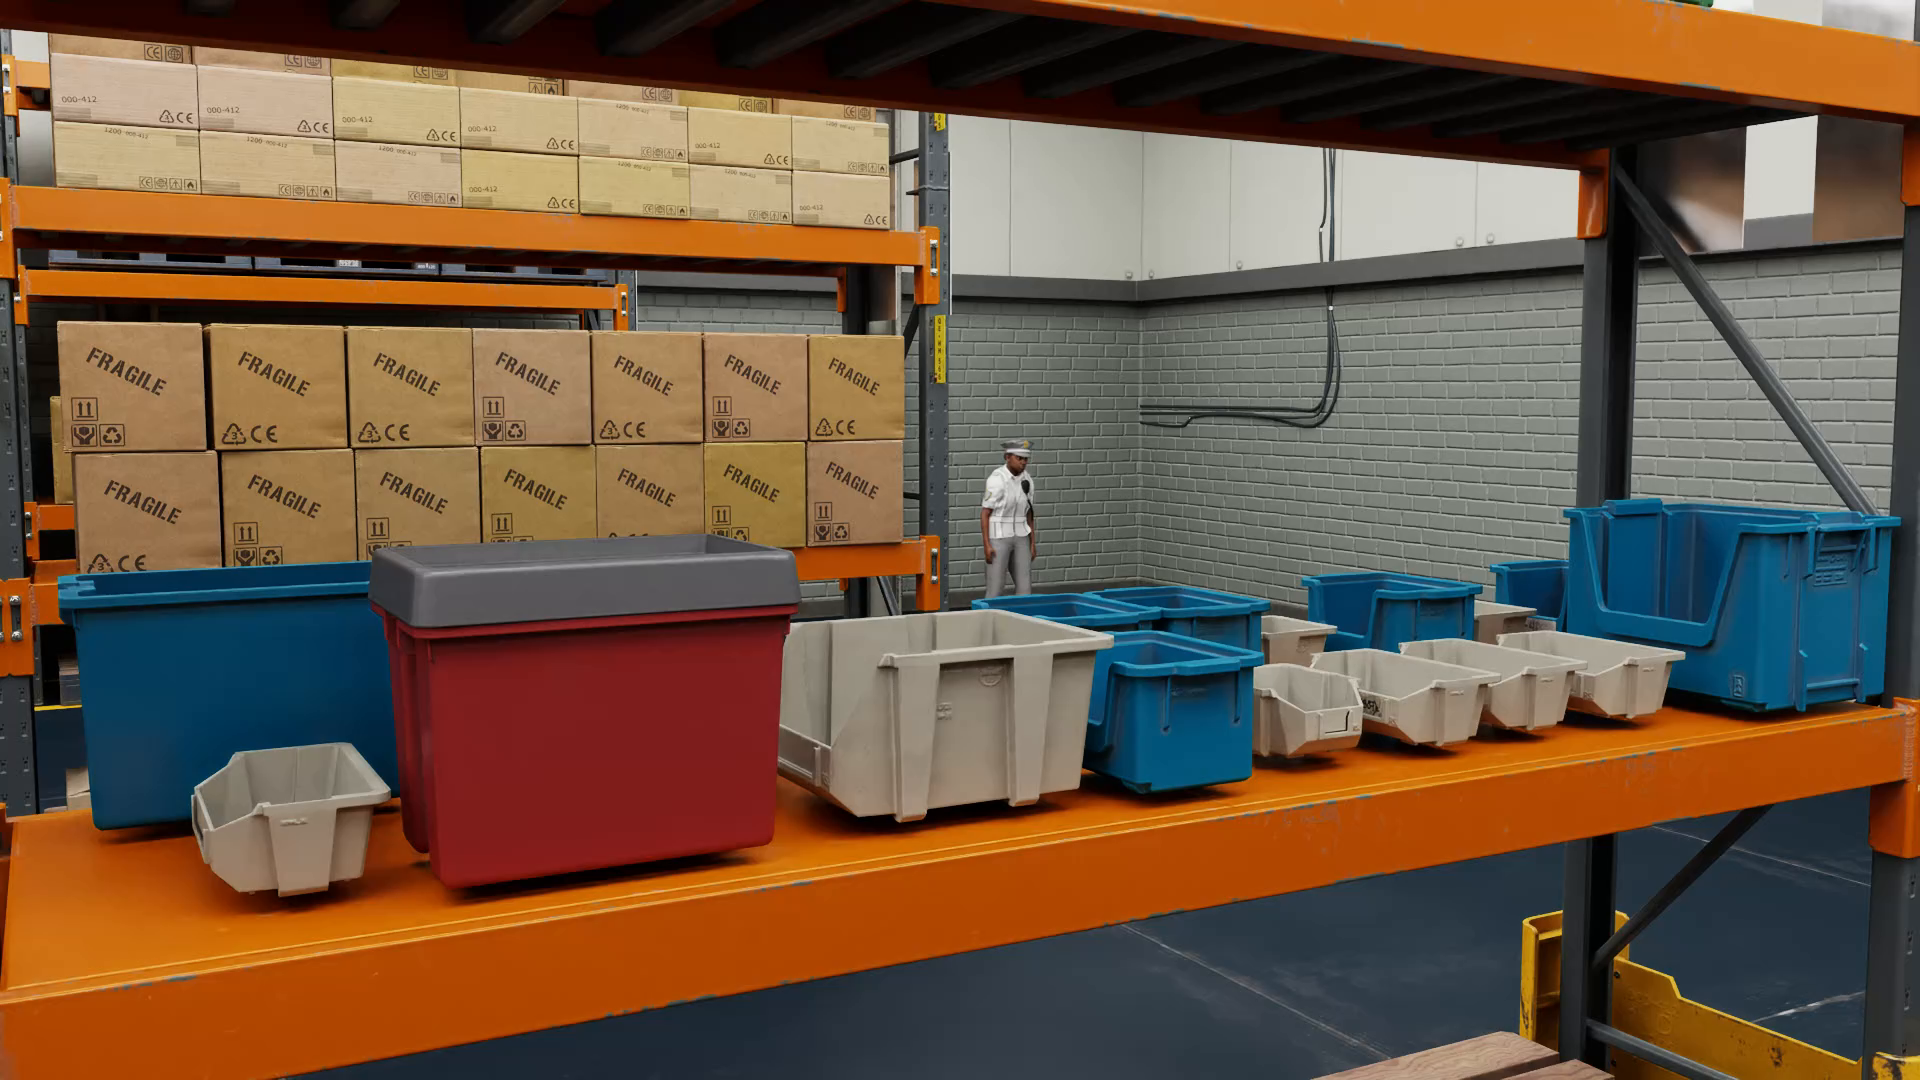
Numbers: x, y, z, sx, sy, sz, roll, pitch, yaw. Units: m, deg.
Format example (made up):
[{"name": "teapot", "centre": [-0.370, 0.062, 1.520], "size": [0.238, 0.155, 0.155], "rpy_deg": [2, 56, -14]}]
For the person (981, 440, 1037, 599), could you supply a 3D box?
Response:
[{"name": "person", "centre": [0.388, 0.040, 13.062], "size": [0.522, 1.658, 0.427], "rpy_deg": [-3, 6, -32]}]
